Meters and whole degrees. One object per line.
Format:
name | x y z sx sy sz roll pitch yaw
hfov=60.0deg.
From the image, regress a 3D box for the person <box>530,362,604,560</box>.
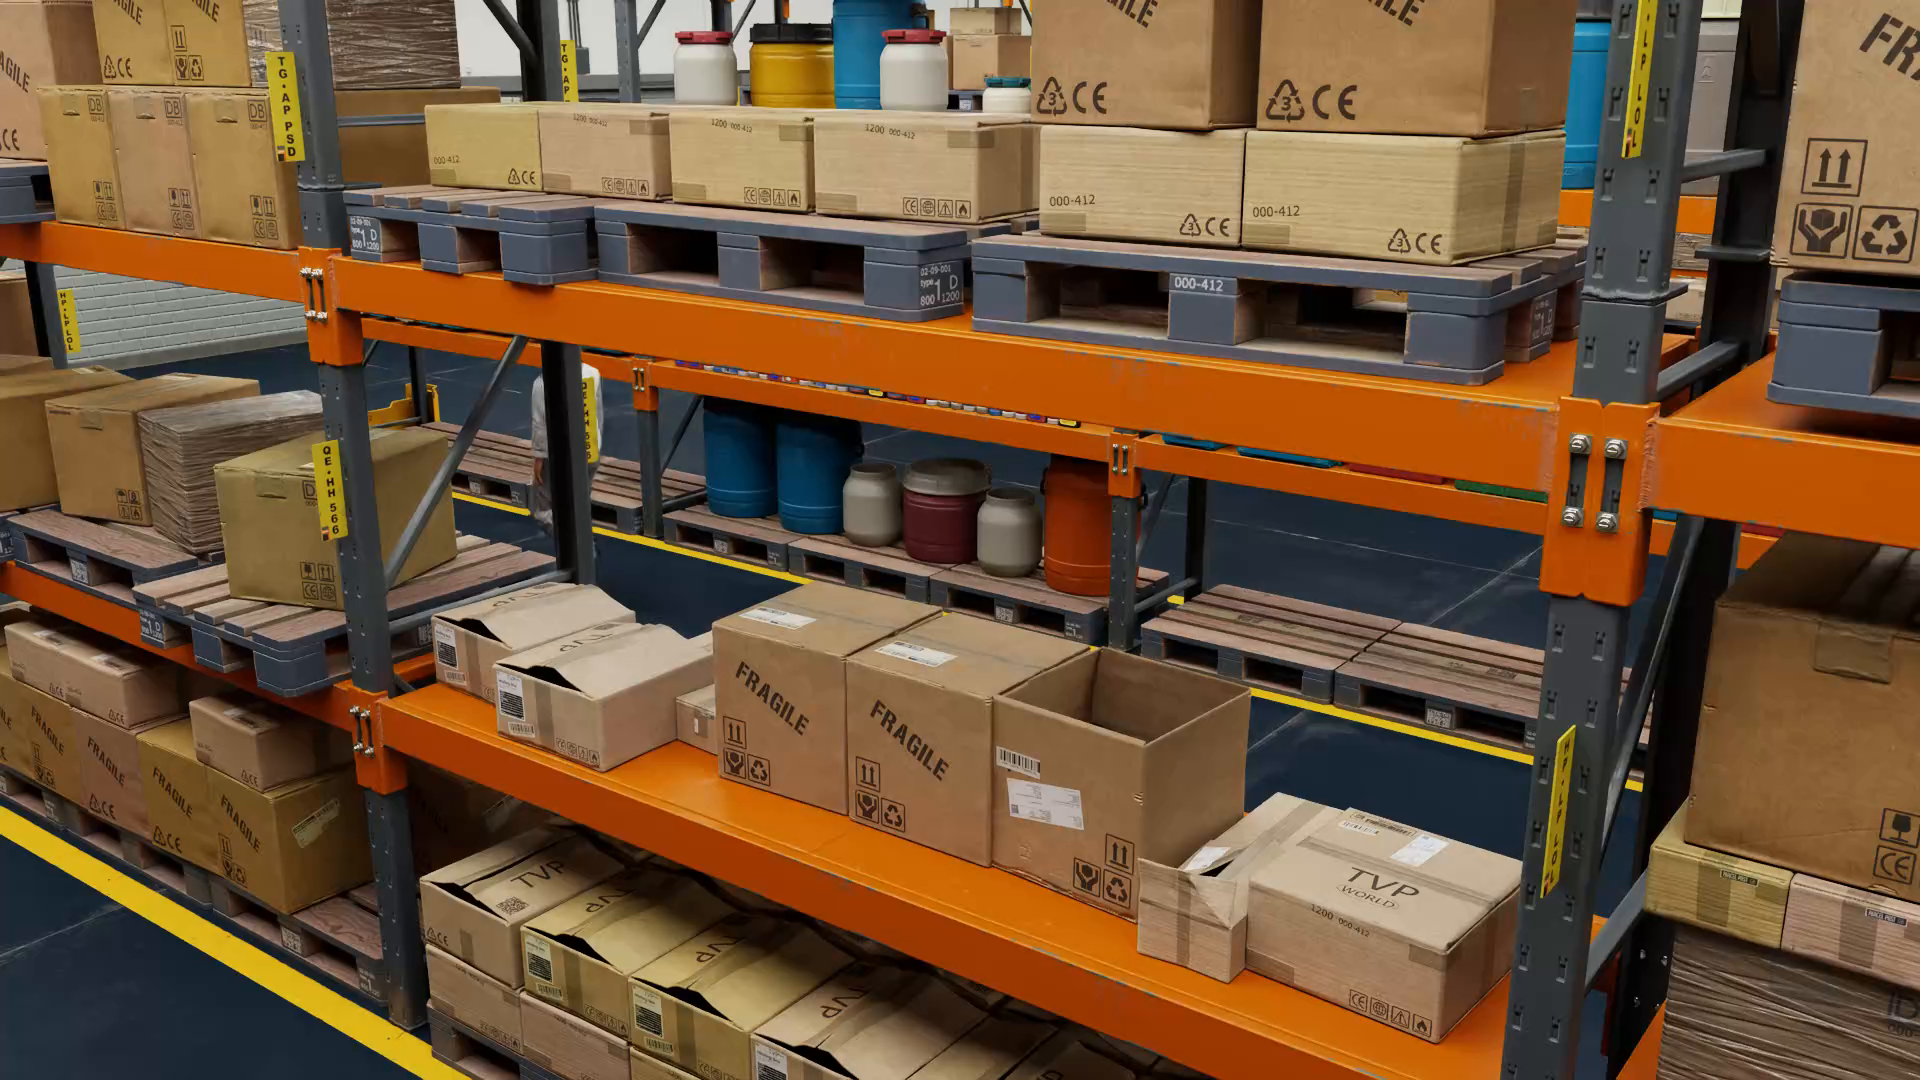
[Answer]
person | -2.514 -0.556 10.796 0.567 1.761 0.548 12 20 36
